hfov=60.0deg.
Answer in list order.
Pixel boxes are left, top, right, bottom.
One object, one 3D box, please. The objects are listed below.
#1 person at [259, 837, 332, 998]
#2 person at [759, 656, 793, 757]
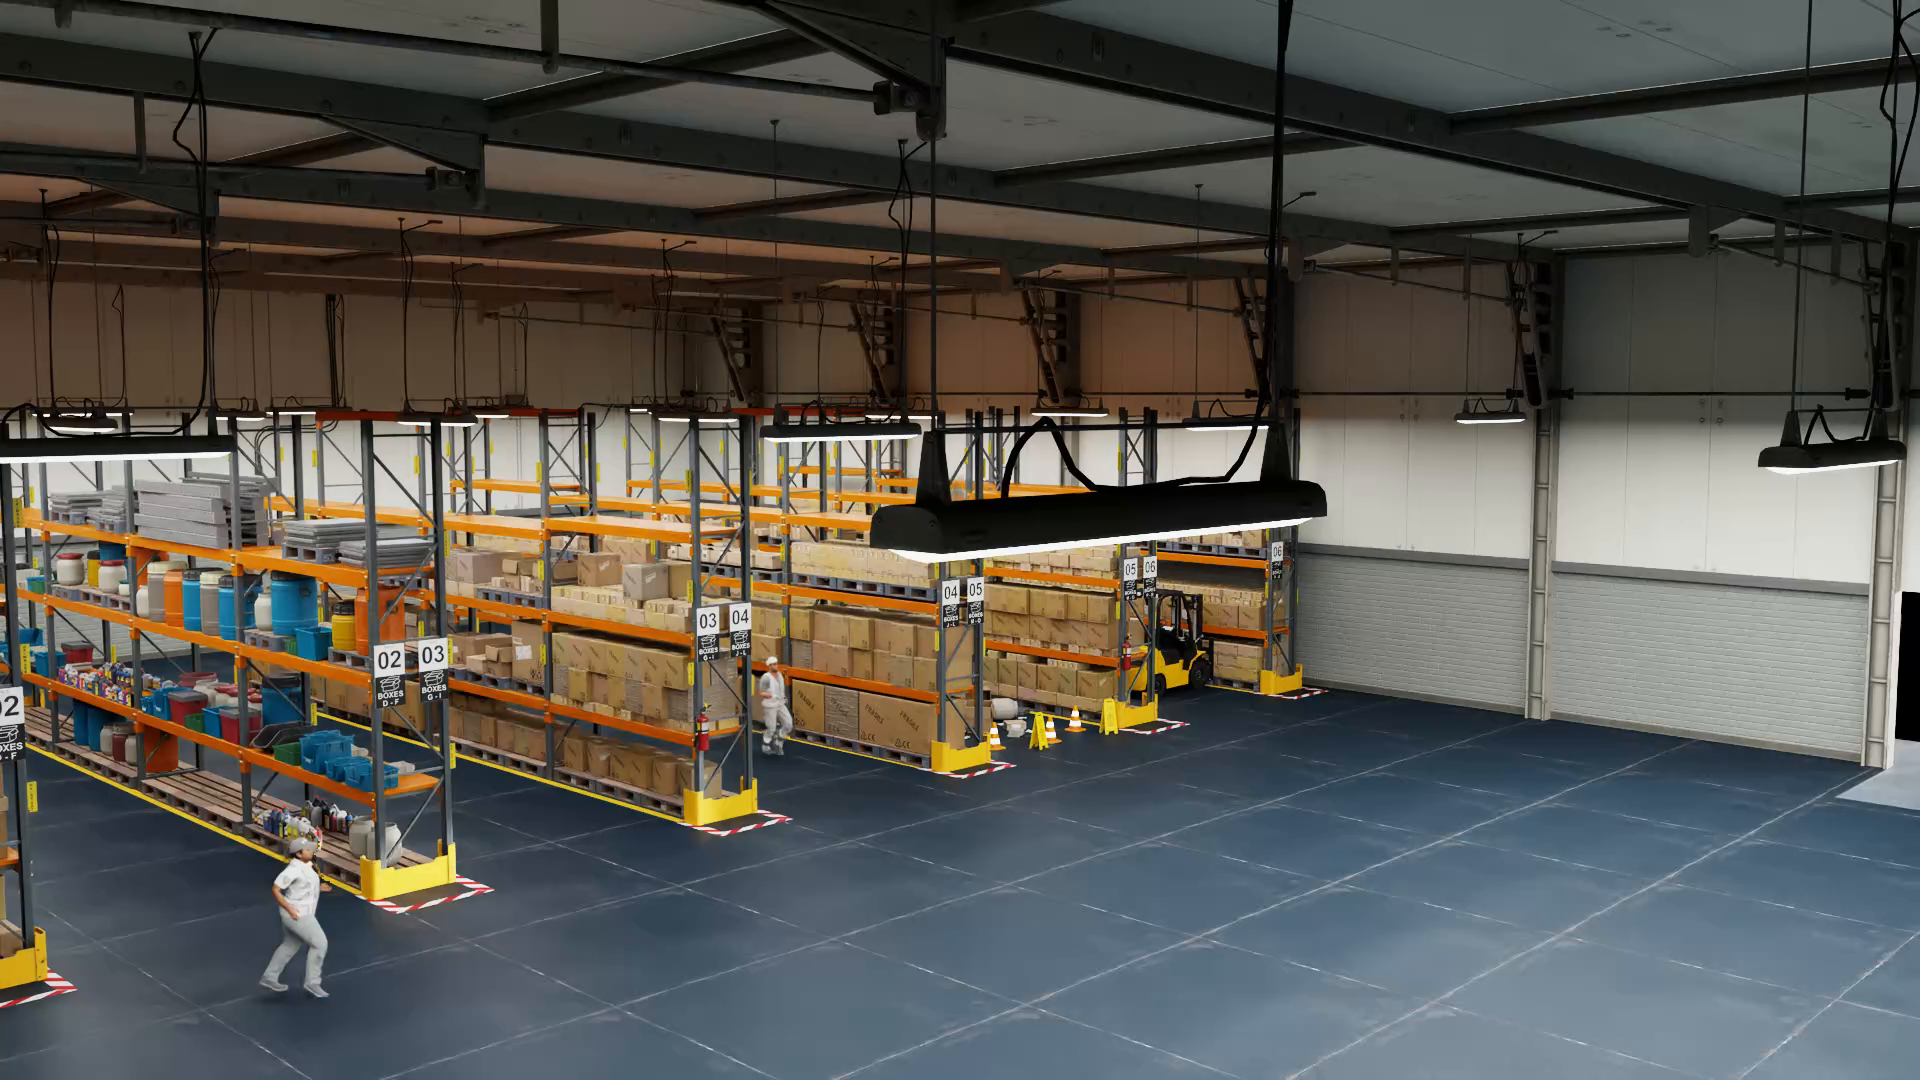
[{"bbox_3d":[-6.981,3.970,17.443,0.746,1.727,0.590,-2,5,-18],"label":"person"},{"bbox_3d":[-3.186,2.898,28.788,0.692,1.784,0.628,5,7,43],"label":"person"}]
